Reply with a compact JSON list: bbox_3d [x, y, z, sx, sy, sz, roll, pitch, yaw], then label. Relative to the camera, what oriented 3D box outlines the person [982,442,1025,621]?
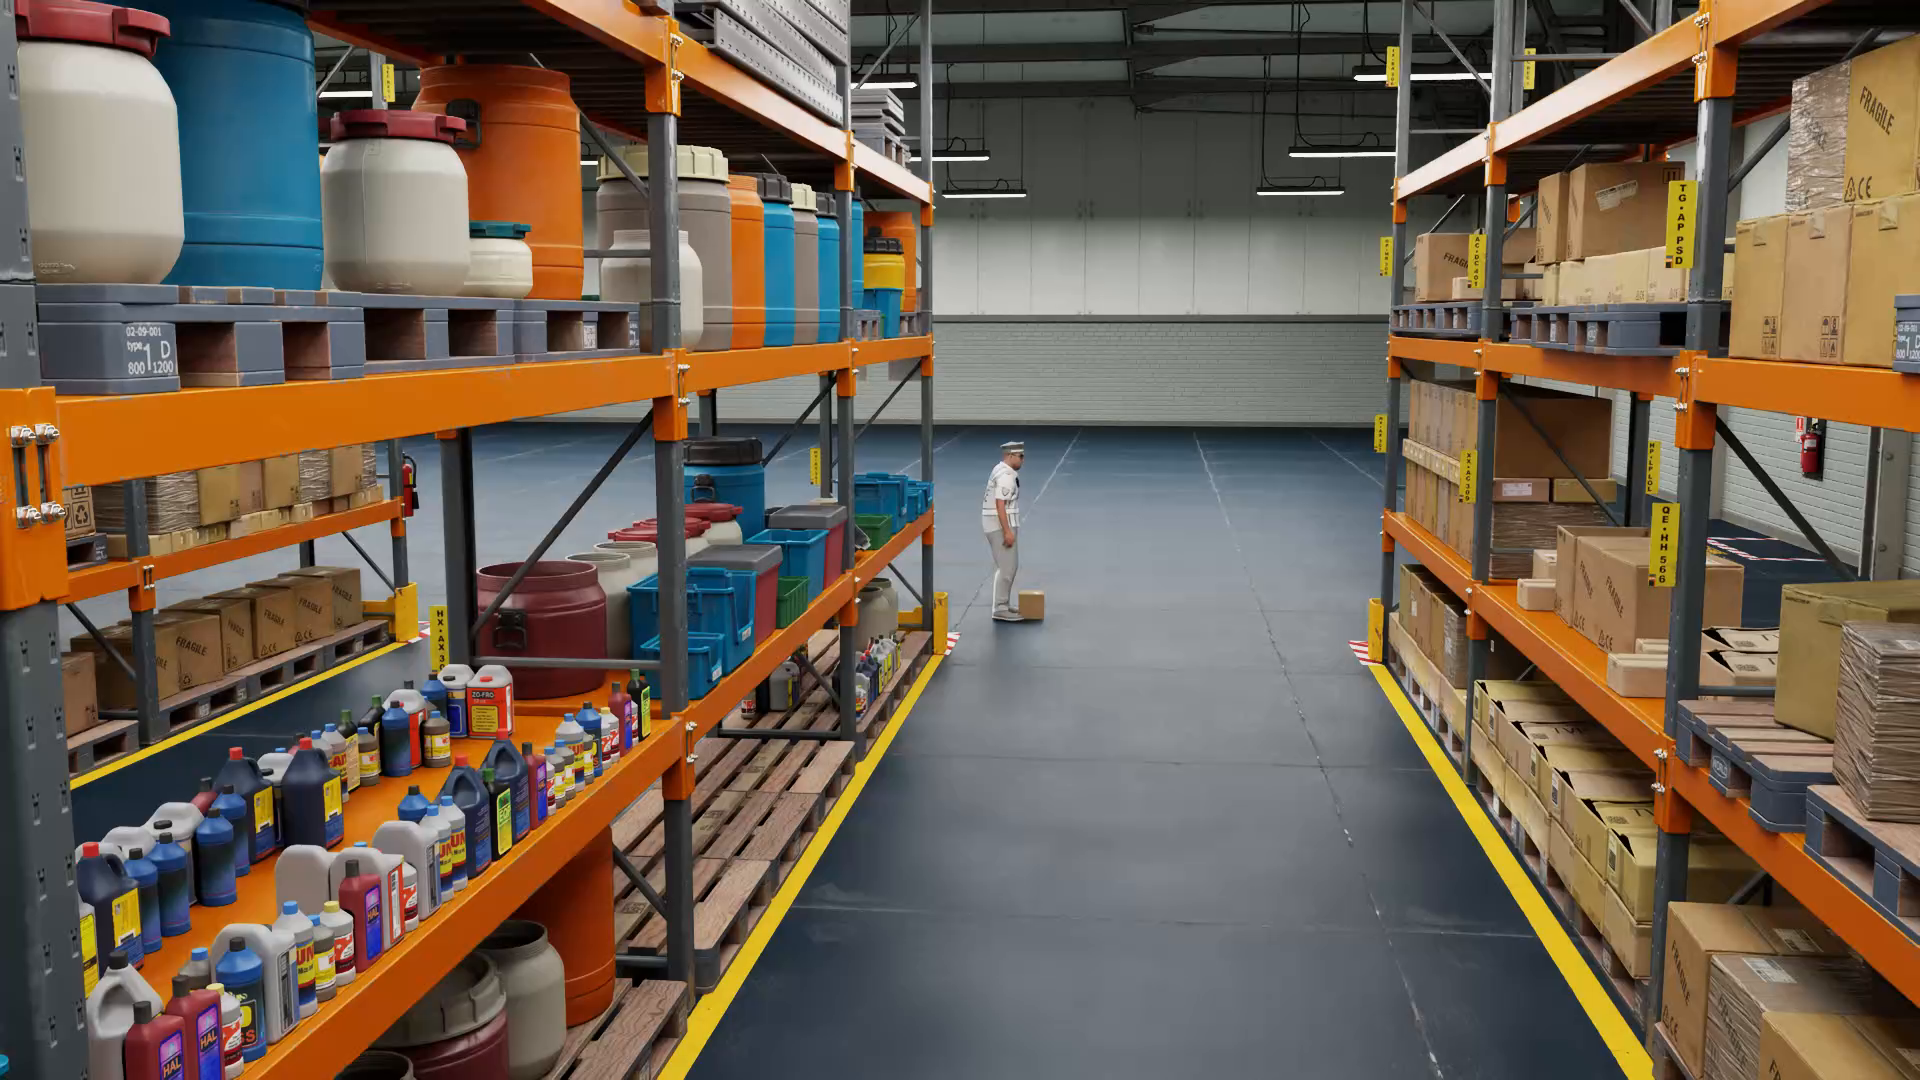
[{"bbox_3d":[0.435,-0.101,16.526,0.437,1.747,0.604,0,8,3],"label":"person"}]
